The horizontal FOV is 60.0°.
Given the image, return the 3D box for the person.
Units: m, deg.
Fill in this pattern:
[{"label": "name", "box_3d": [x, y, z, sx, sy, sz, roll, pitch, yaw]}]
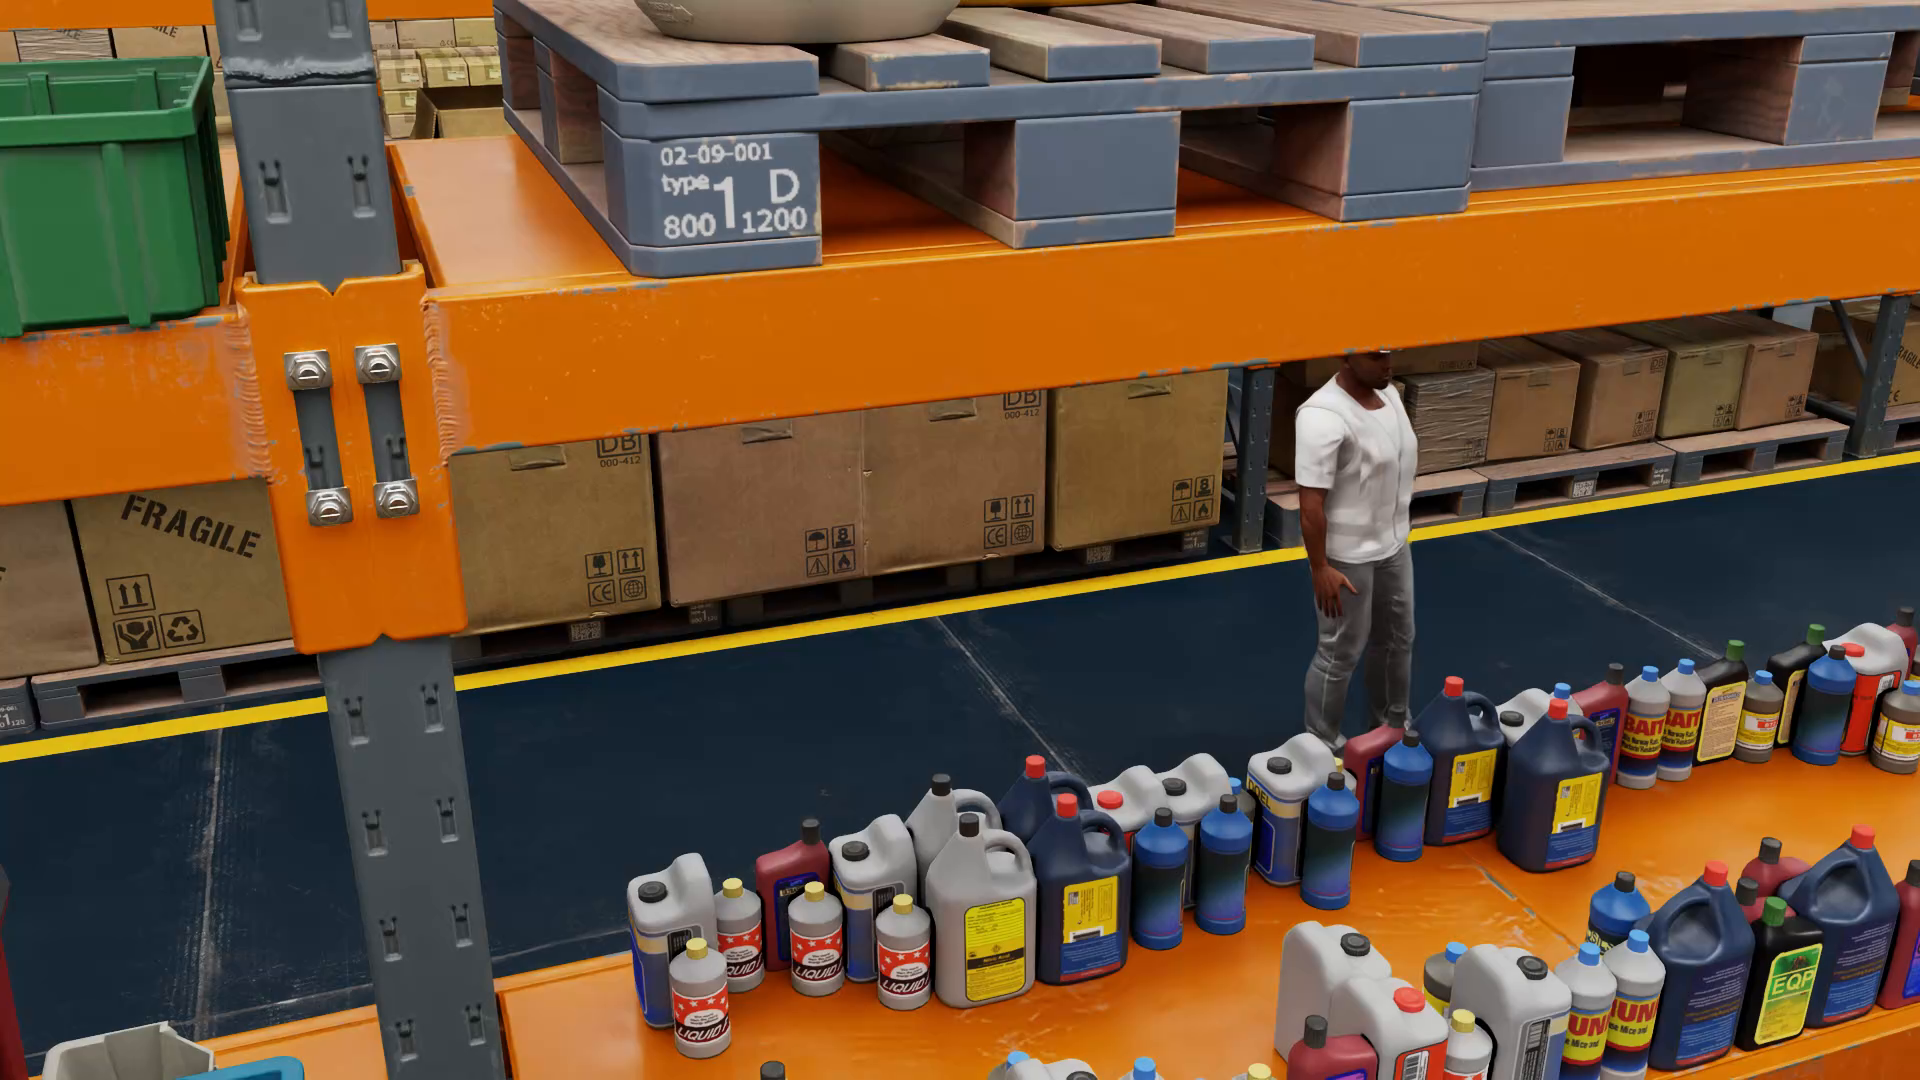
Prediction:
[{"label": "person", "box_3d": [1.481, 0.048, 5.925, 0.542, 1.778, 0.599, 19, 29, 39]}]
